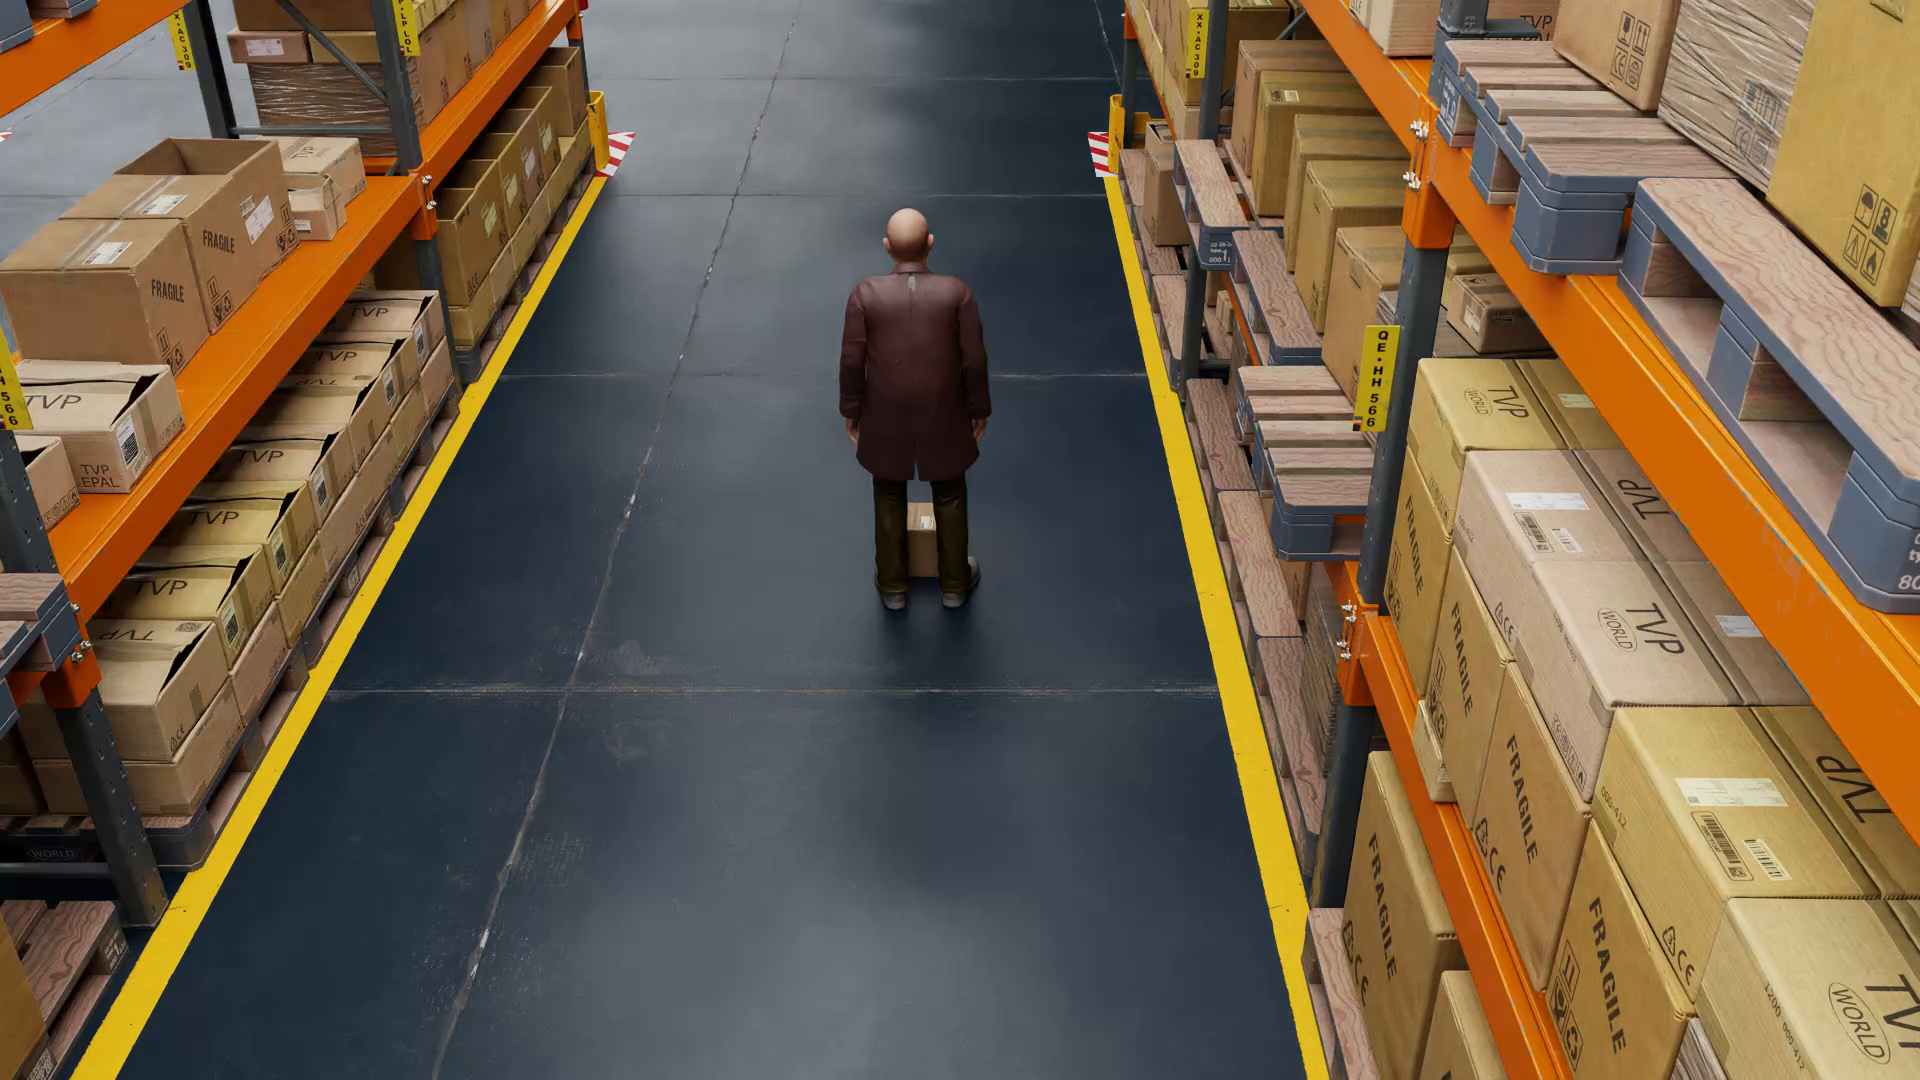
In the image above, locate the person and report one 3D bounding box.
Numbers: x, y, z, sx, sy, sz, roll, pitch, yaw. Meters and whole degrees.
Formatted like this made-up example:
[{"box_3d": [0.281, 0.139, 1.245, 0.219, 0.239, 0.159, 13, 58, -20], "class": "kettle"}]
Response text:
[{"box_3d": [-0.187, -0.527, 7.021, 0.644, 1.774, 0.427, 0, 31, 0], "class": "person"}]
